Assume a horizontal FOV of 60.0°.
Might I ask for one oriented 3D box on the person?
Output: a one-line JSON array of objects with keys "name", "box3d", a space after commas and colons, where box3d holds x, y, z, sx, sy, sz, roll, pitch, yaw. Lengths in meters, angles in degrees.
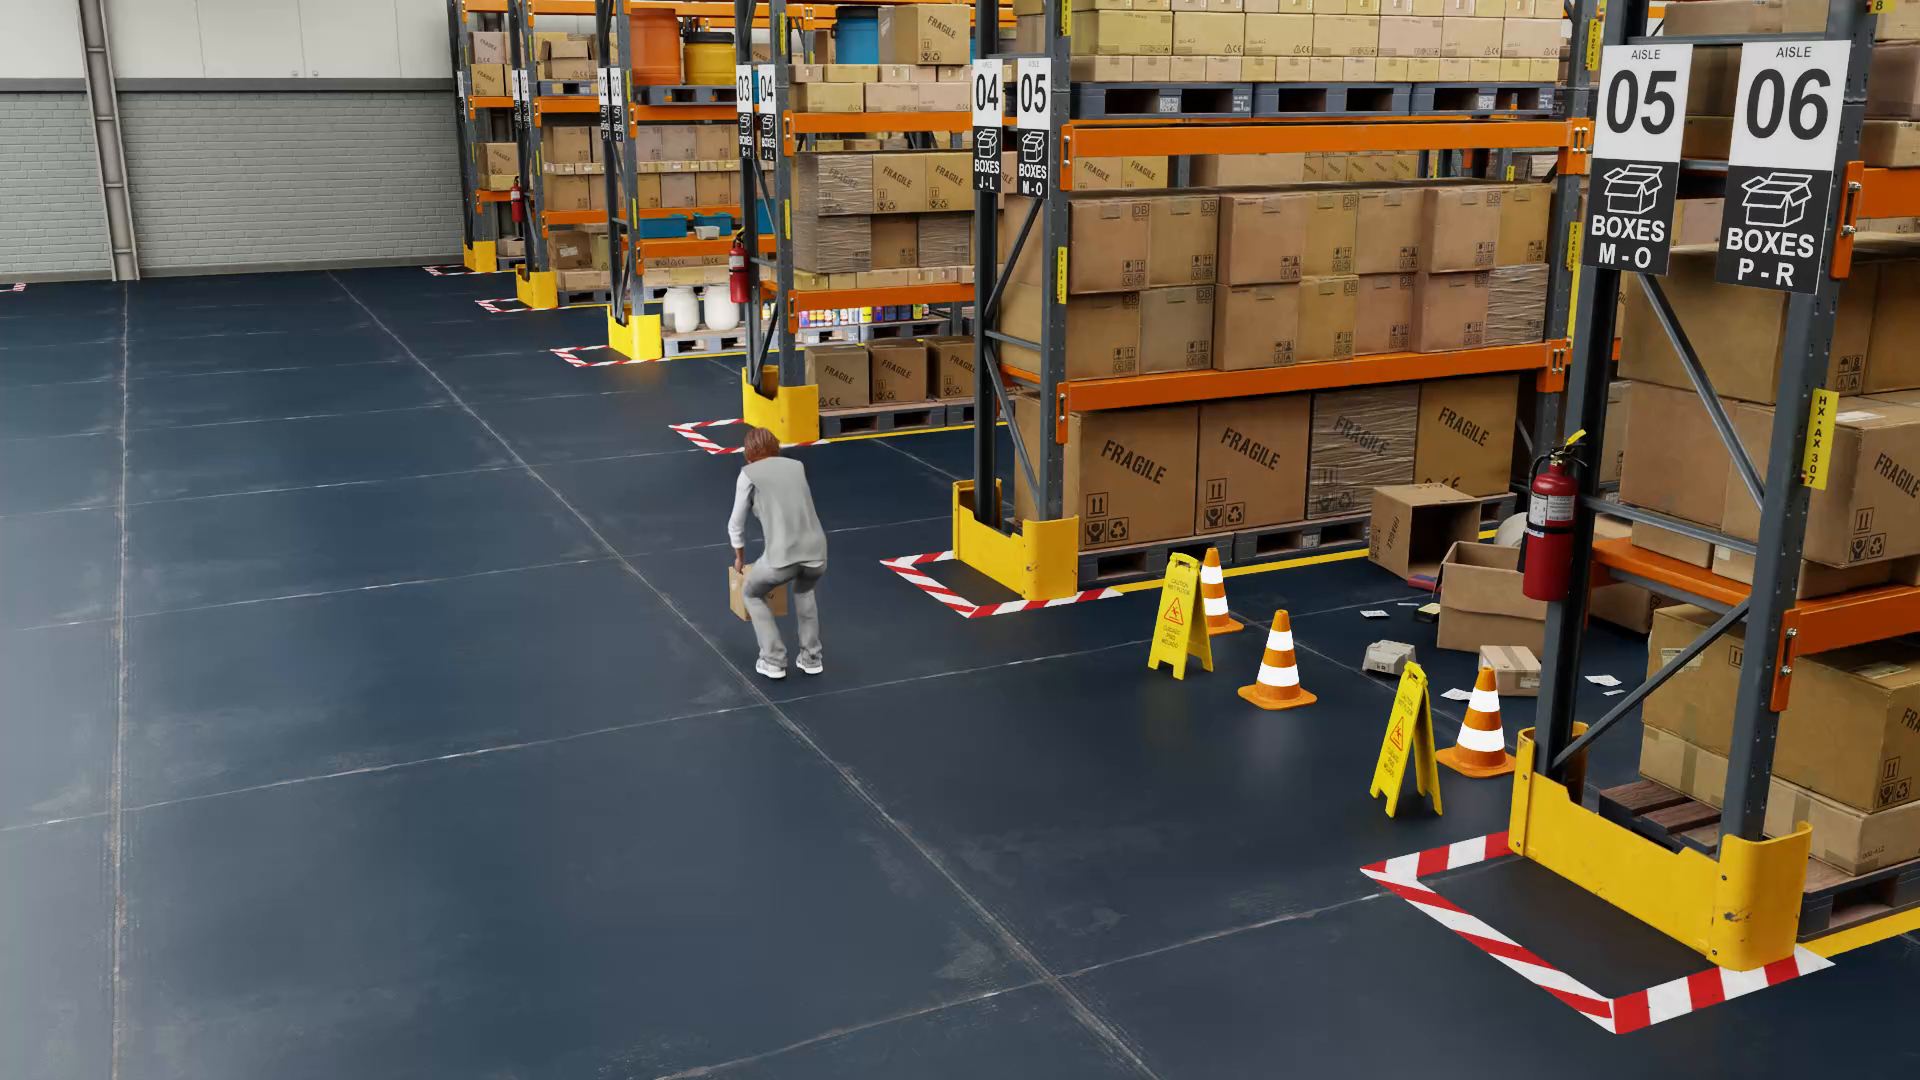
[{"name": "person", "box3d": [-0.966, 0.090, 8.816, 0.463, 1.284, 0.654, -7, 17, -25]}]
